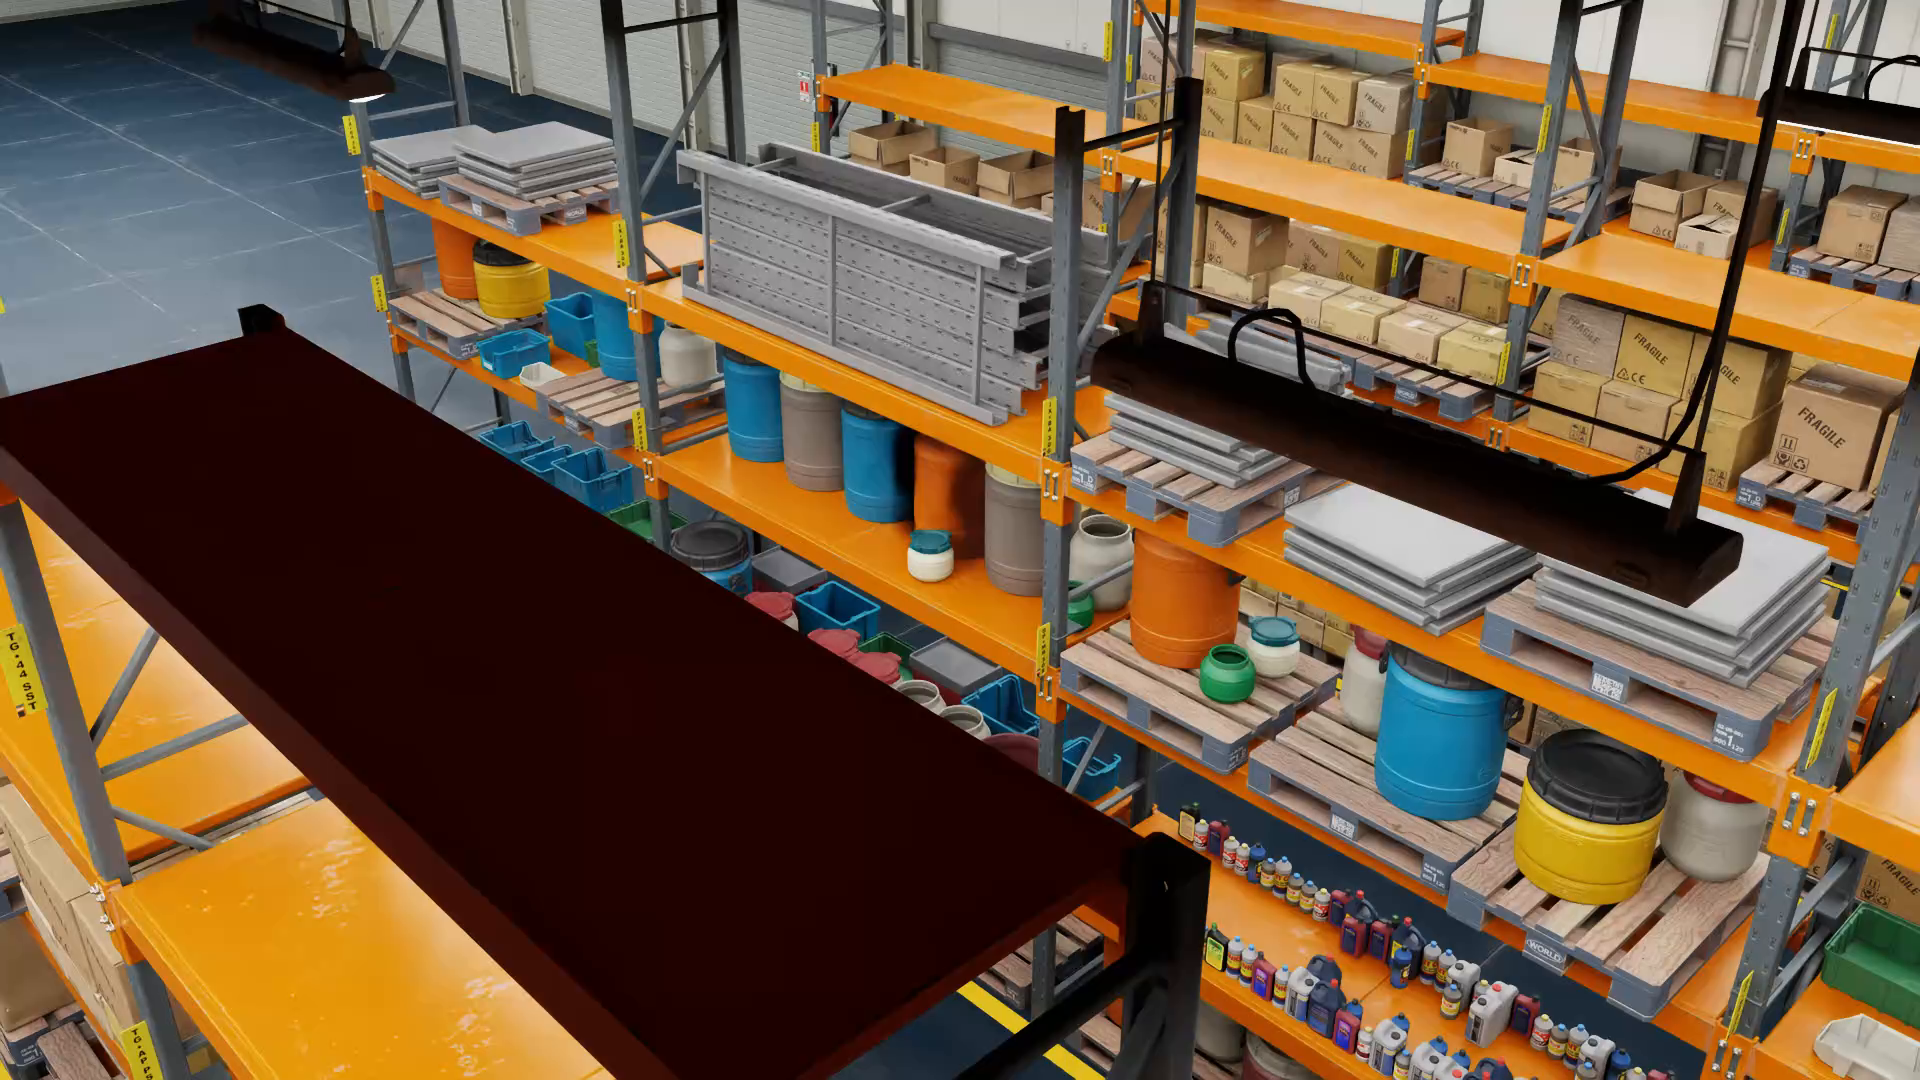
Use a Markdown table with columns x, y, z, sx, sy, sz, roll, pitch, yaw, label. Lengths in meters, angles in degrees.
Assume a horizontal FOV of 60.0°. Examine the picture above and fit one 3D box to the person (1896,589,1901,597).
| x | y | z | sx | sy | sz | roll | pitch | yaw | label |
| --- | --- | --- | --- | --- | --- | --- | --- | --- | --- |
| 7.227 | 0.862 | 13.415 | 1.058 | 1.718 | 0.725 | 25 | 37 | 38 | person |
